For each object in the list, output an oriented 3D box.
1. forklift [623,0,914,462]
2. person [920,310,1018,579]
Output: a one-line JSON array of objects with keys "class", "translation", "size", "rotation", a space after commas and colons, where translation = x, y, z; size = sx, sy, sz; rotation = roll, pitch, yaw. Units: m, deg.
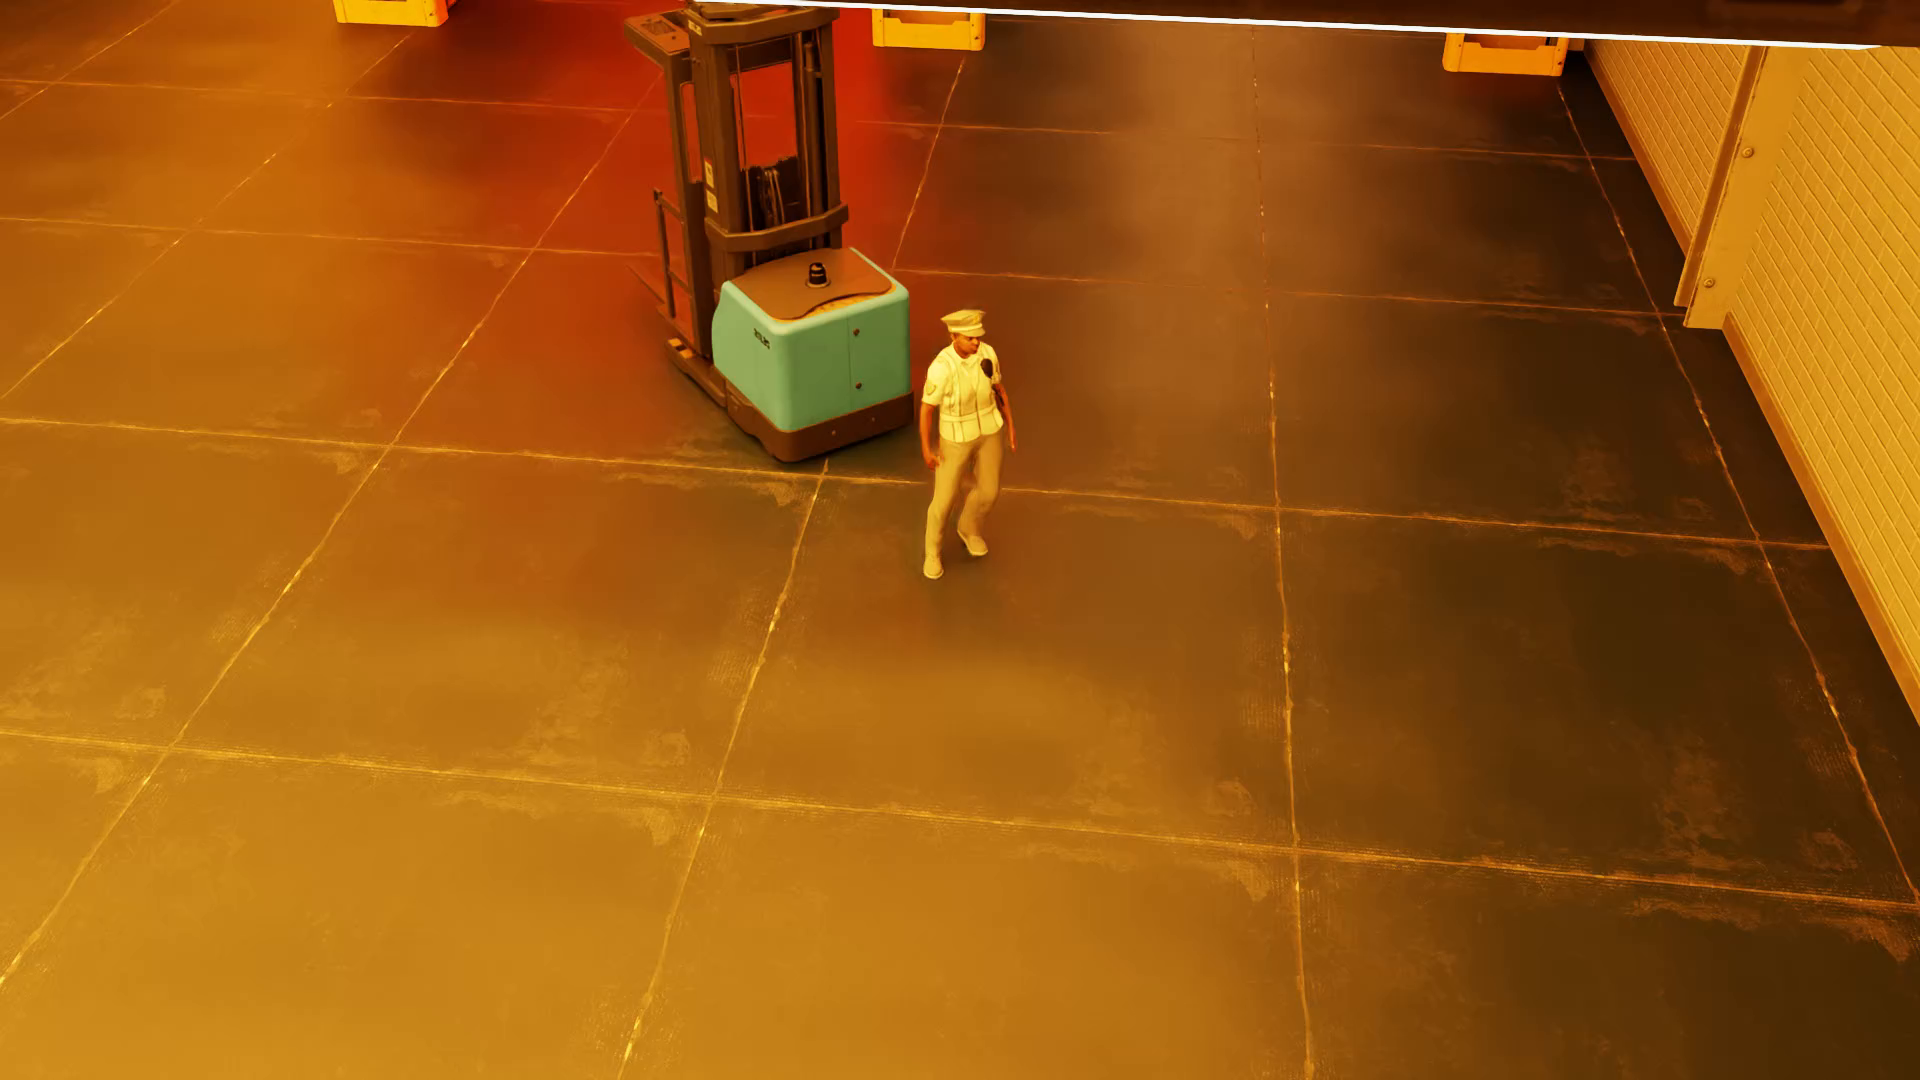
[{"class": "forklift", "translation": [-1.533, -2.541, 11.477], "size": [1.130, 2.935, 3.031], "rotation": [-21, 41, -26]}, {"class": "person", "translation": [0.012, -0.608, 9.944], "size": [0.663, 1.672, 0.428], "rotation": [-17, 40, -22]}]
